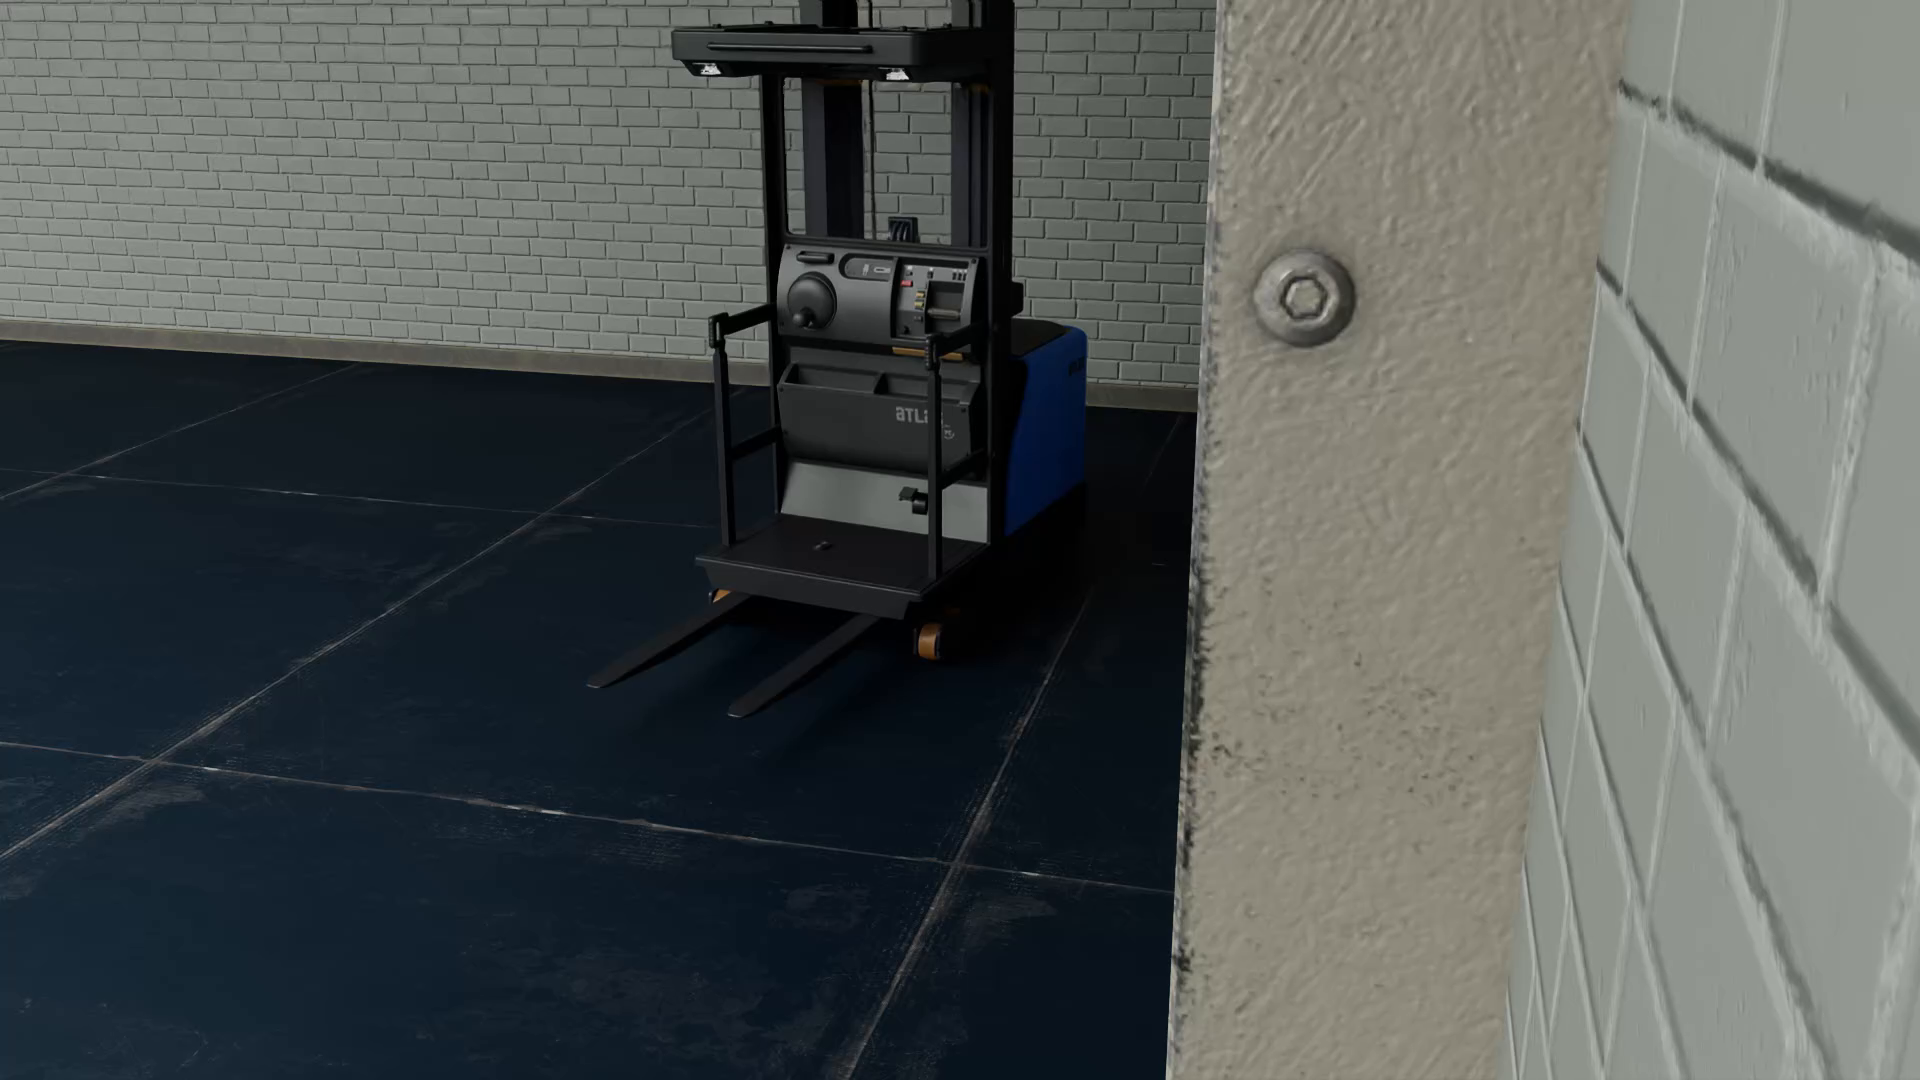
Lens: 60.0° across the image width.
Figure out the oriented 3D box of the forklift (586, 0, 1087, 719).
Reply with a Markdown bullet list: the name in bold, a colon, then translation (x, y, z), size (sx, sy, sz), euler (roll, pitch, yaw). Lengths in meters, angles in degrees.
- **forklift**: translation (-0.441, -1.042, 6.879), size (1.130, 2.935, 3.031), euler (8, 21, 23)
